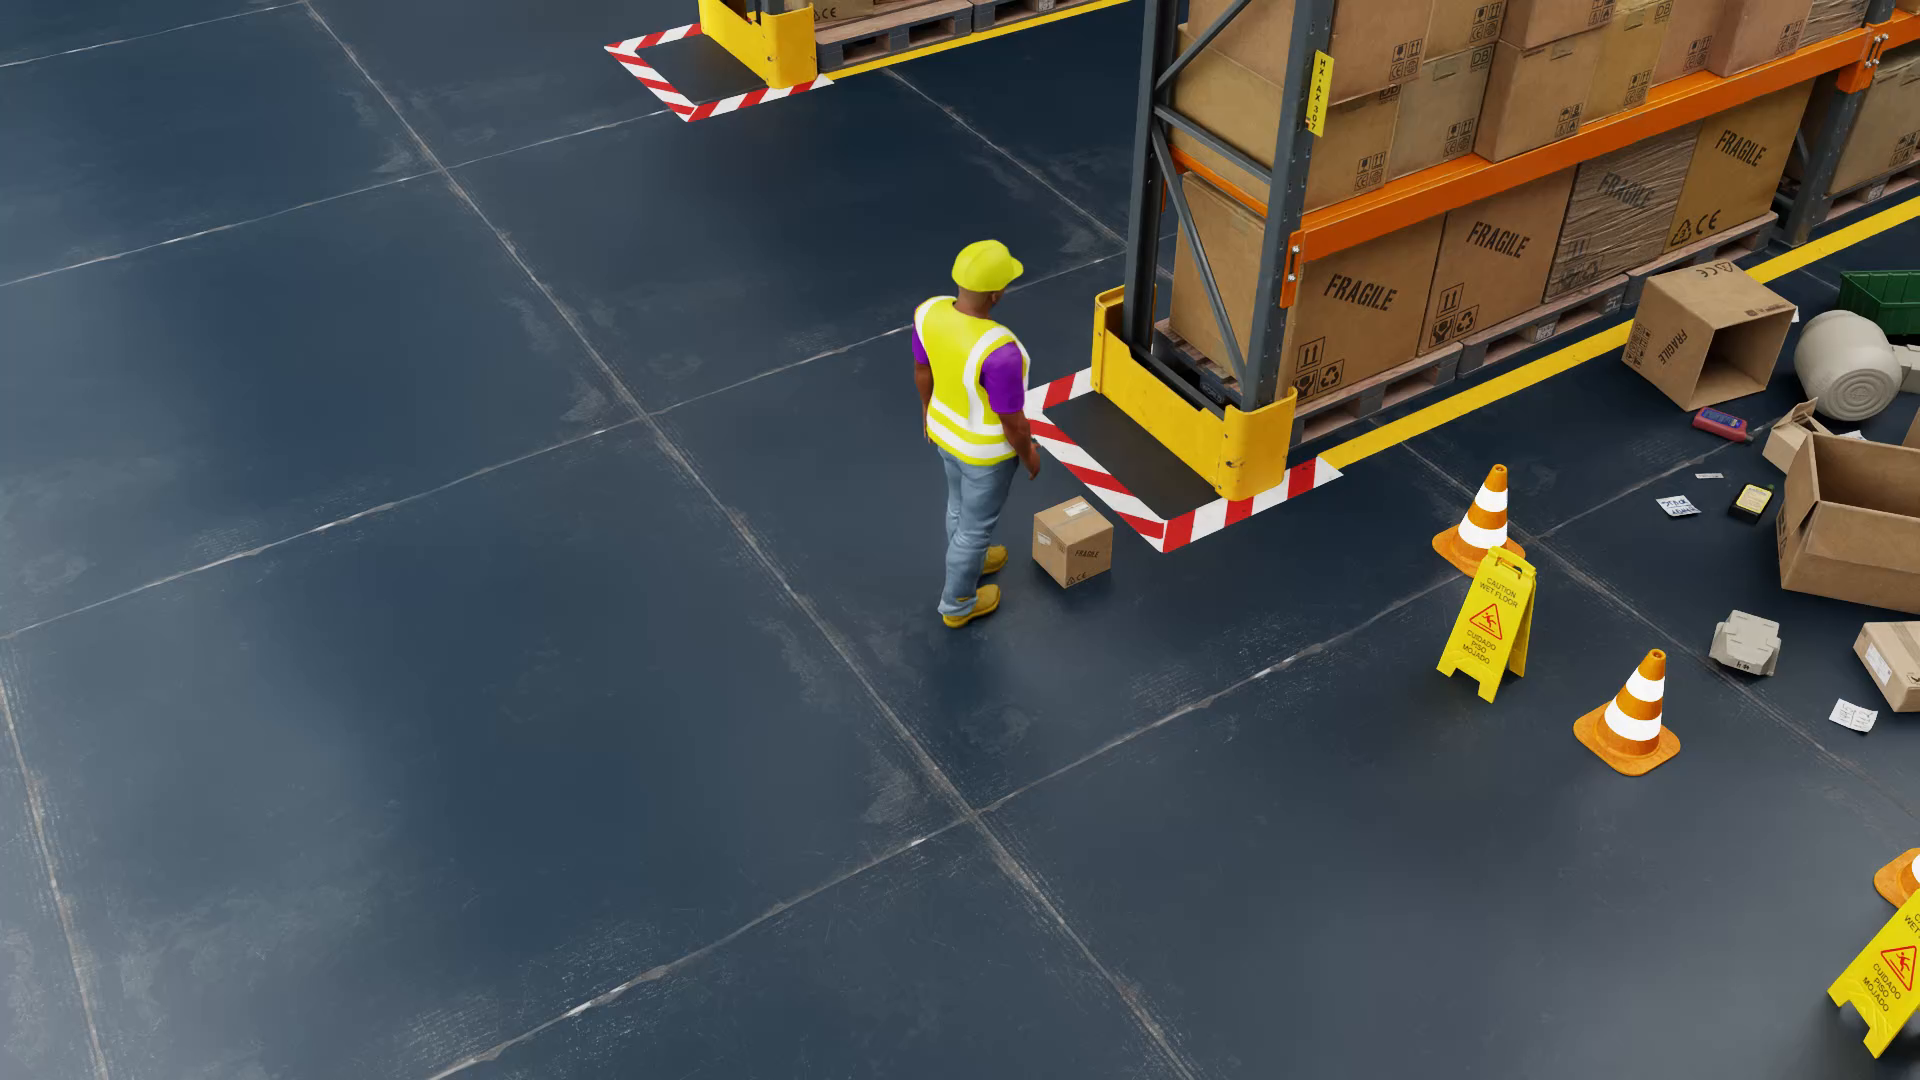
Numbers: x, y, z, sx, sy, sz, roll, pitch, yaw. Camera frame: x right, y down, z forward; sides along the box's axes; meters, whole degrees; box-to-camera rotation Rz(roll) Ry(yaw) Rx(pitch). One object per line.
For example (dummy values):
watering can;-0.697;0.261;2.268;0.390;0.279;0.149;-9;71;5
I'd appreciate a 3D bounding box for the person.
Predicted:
person;0.077;-0.418;6.617;0.474;1.771;0.578;-22;45;-23
